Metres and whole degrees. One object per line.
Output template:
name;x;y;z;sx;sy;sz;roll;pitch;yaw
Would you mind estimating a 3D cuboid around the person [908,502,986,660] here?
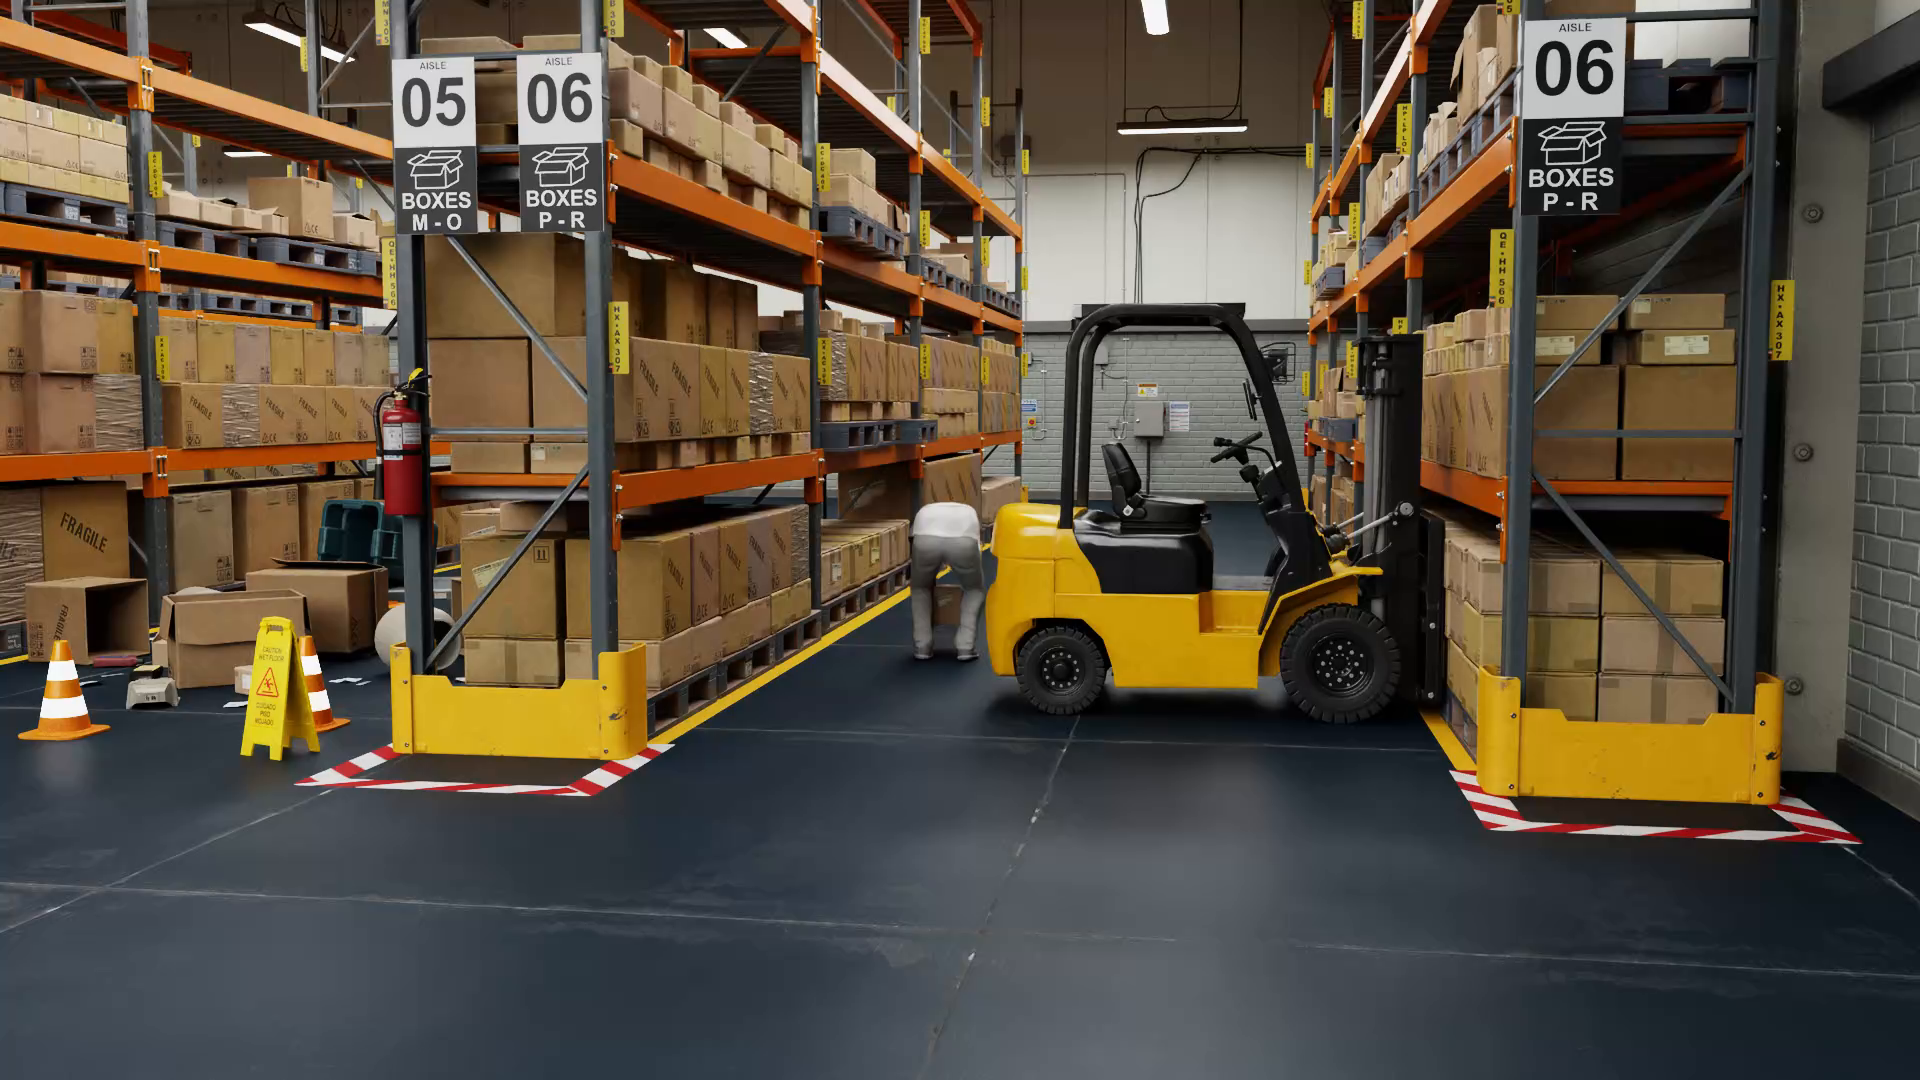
person;-0.066;0.250;10.871;0.481;1.014;0.949;0;5;5
